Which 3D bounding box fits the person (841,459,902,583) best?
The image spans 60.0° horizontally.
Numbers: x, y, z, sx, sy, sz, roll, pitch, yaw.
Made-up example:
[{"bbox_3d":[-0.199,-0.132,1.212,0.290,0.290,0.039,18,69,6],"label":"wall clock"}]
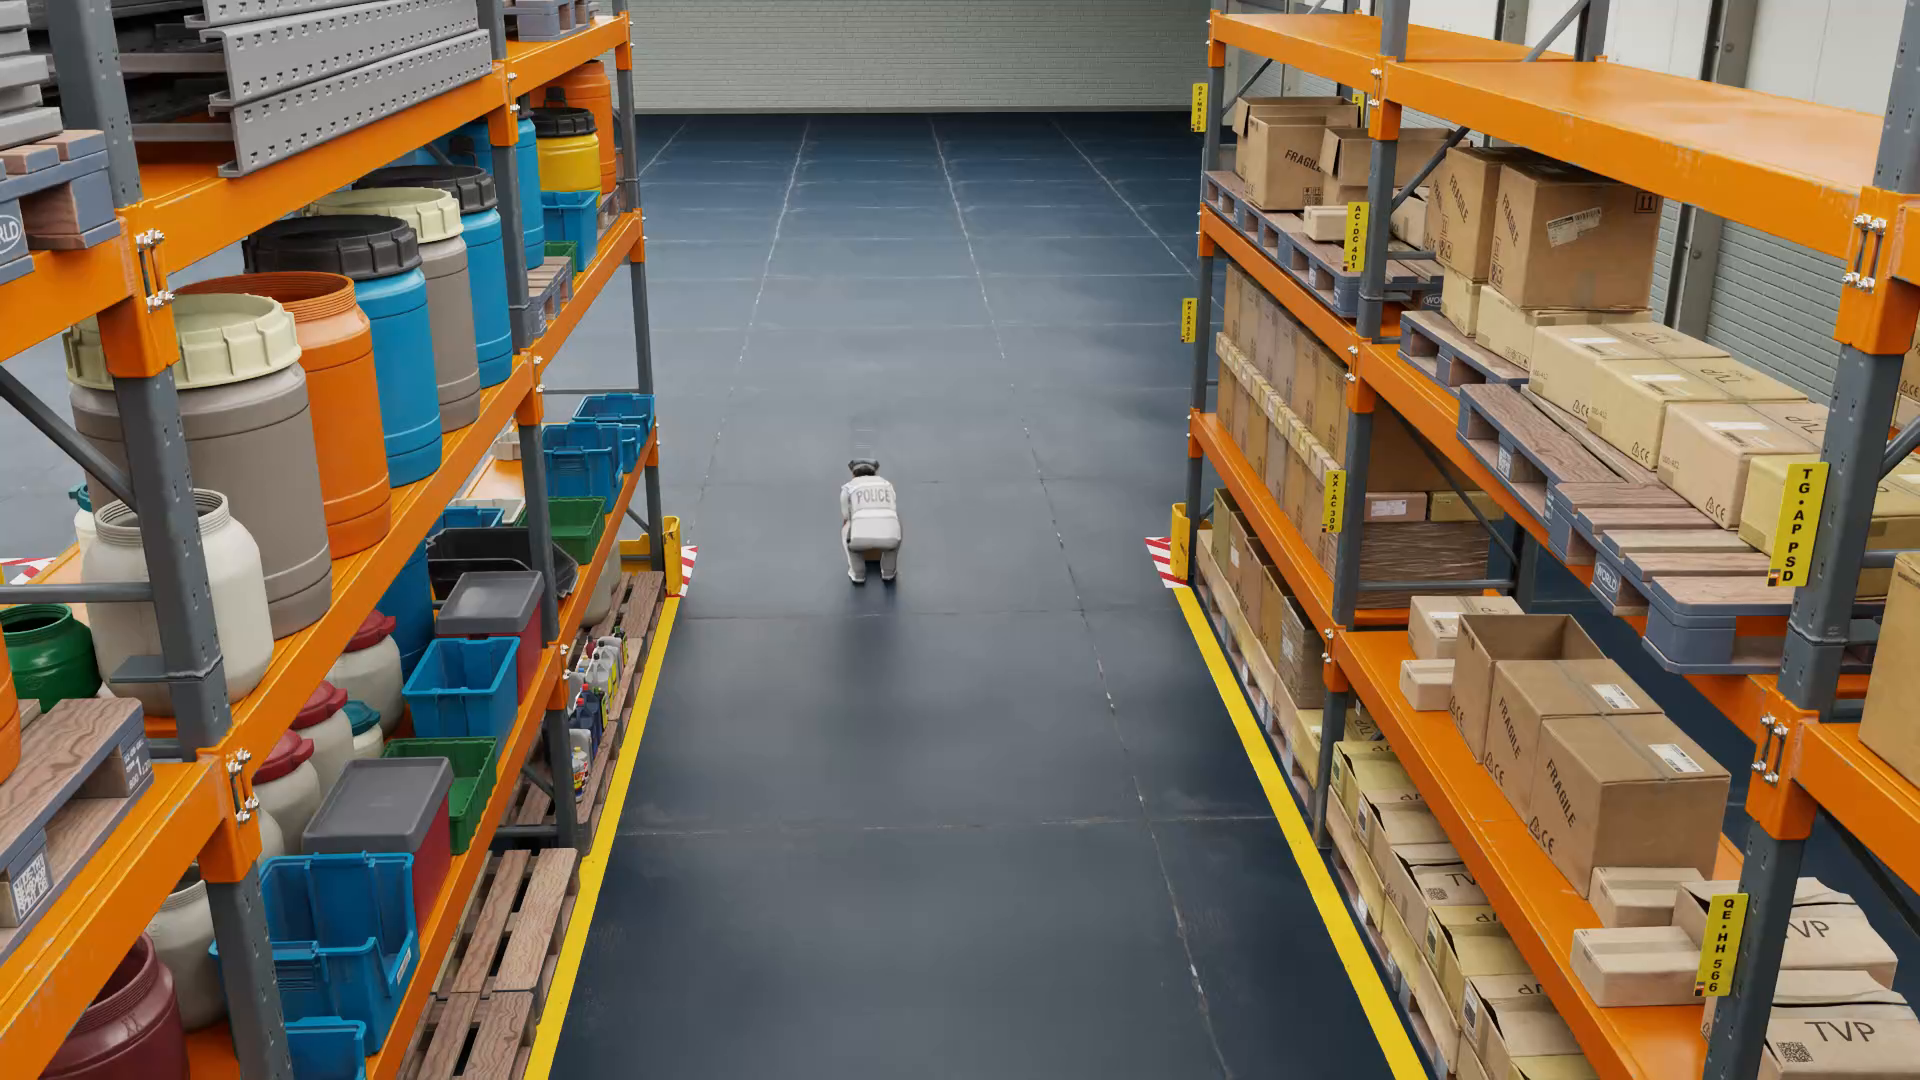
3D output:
[{"bbox_3d":[-0.675,-0.140,12.687,0.470,0.850,0.871,-1,21,-3],"label":"person"}]
